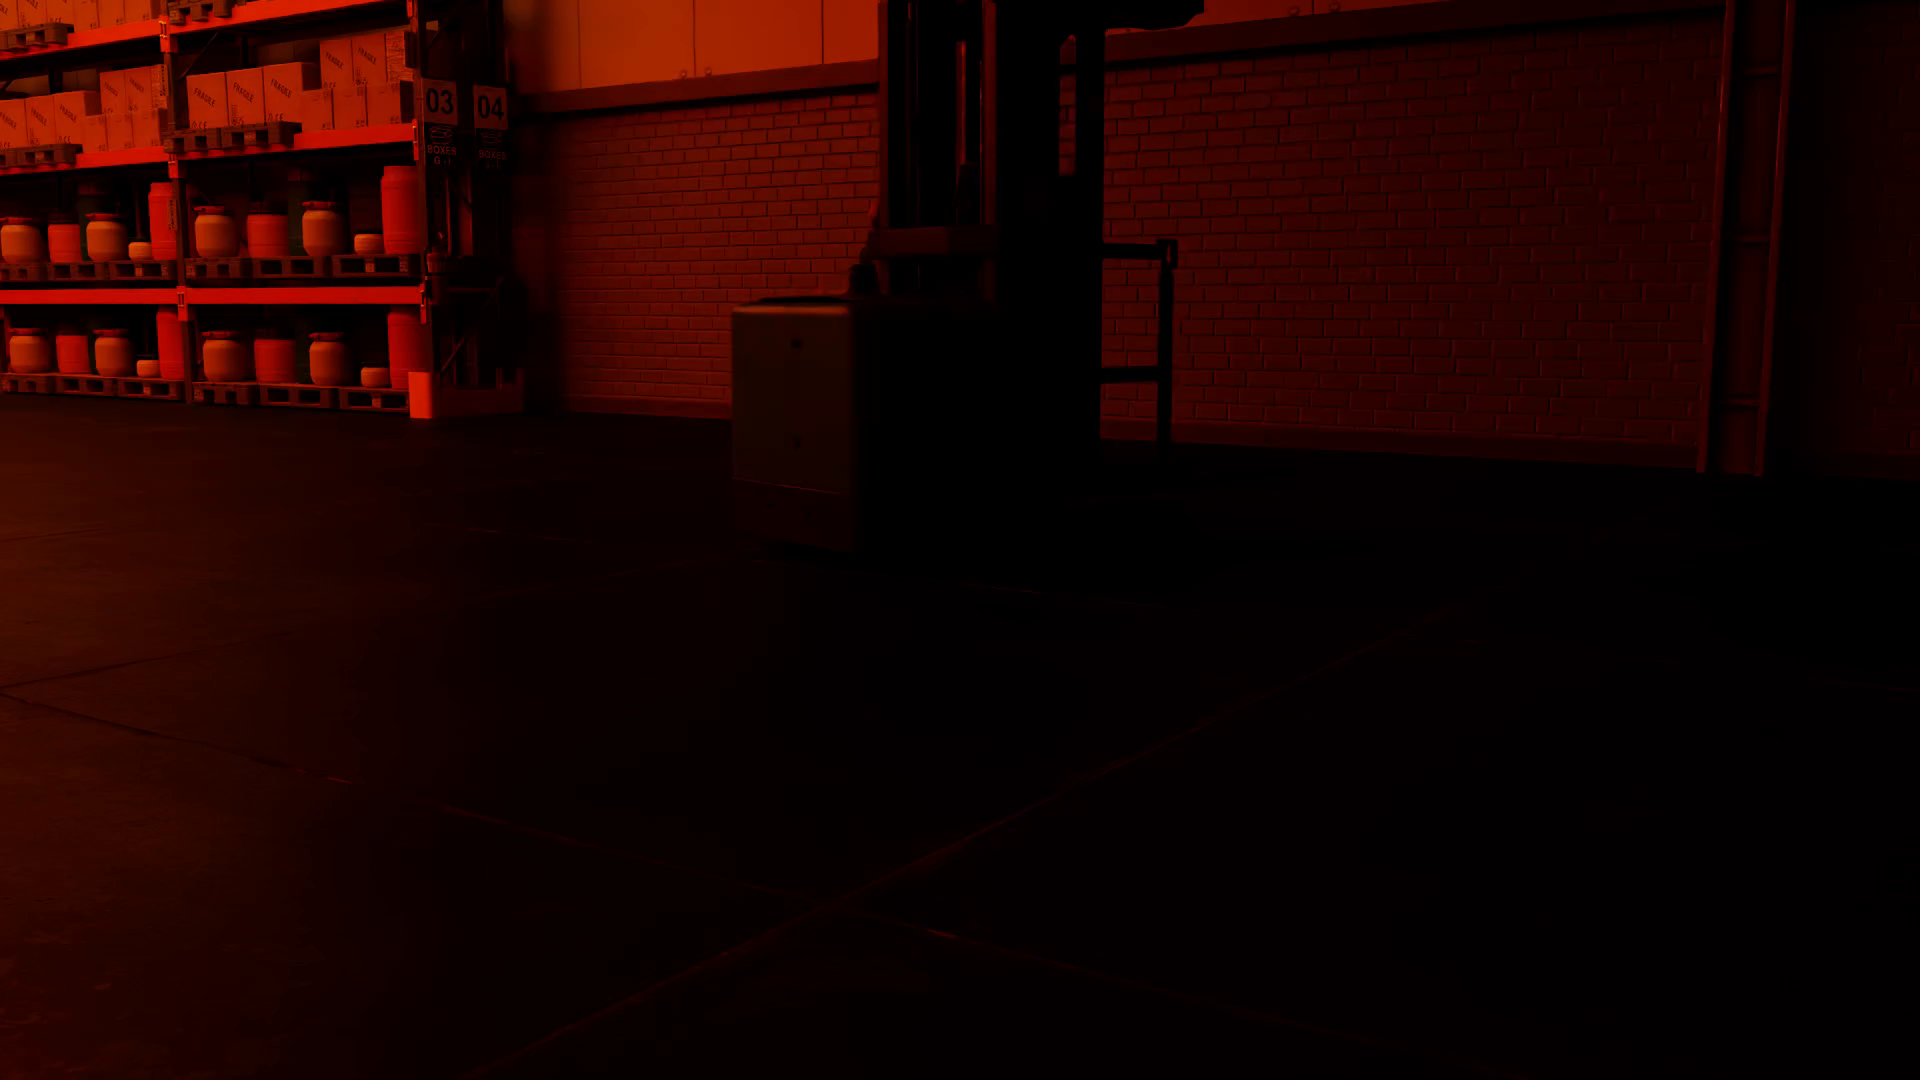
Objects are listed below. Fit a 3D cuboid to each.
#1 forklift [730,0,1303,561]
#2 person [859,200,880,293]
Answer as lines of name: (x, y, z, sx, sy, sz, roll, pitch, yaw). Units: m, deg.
forklift: (0.428, -1.510, 7.812, 3.031, 2.935, 1.130, -7, 11, -40)
person: (-0.442, -1.299, 10.631, 0.376, 1.724, 0.525, -3, 8, -17)
